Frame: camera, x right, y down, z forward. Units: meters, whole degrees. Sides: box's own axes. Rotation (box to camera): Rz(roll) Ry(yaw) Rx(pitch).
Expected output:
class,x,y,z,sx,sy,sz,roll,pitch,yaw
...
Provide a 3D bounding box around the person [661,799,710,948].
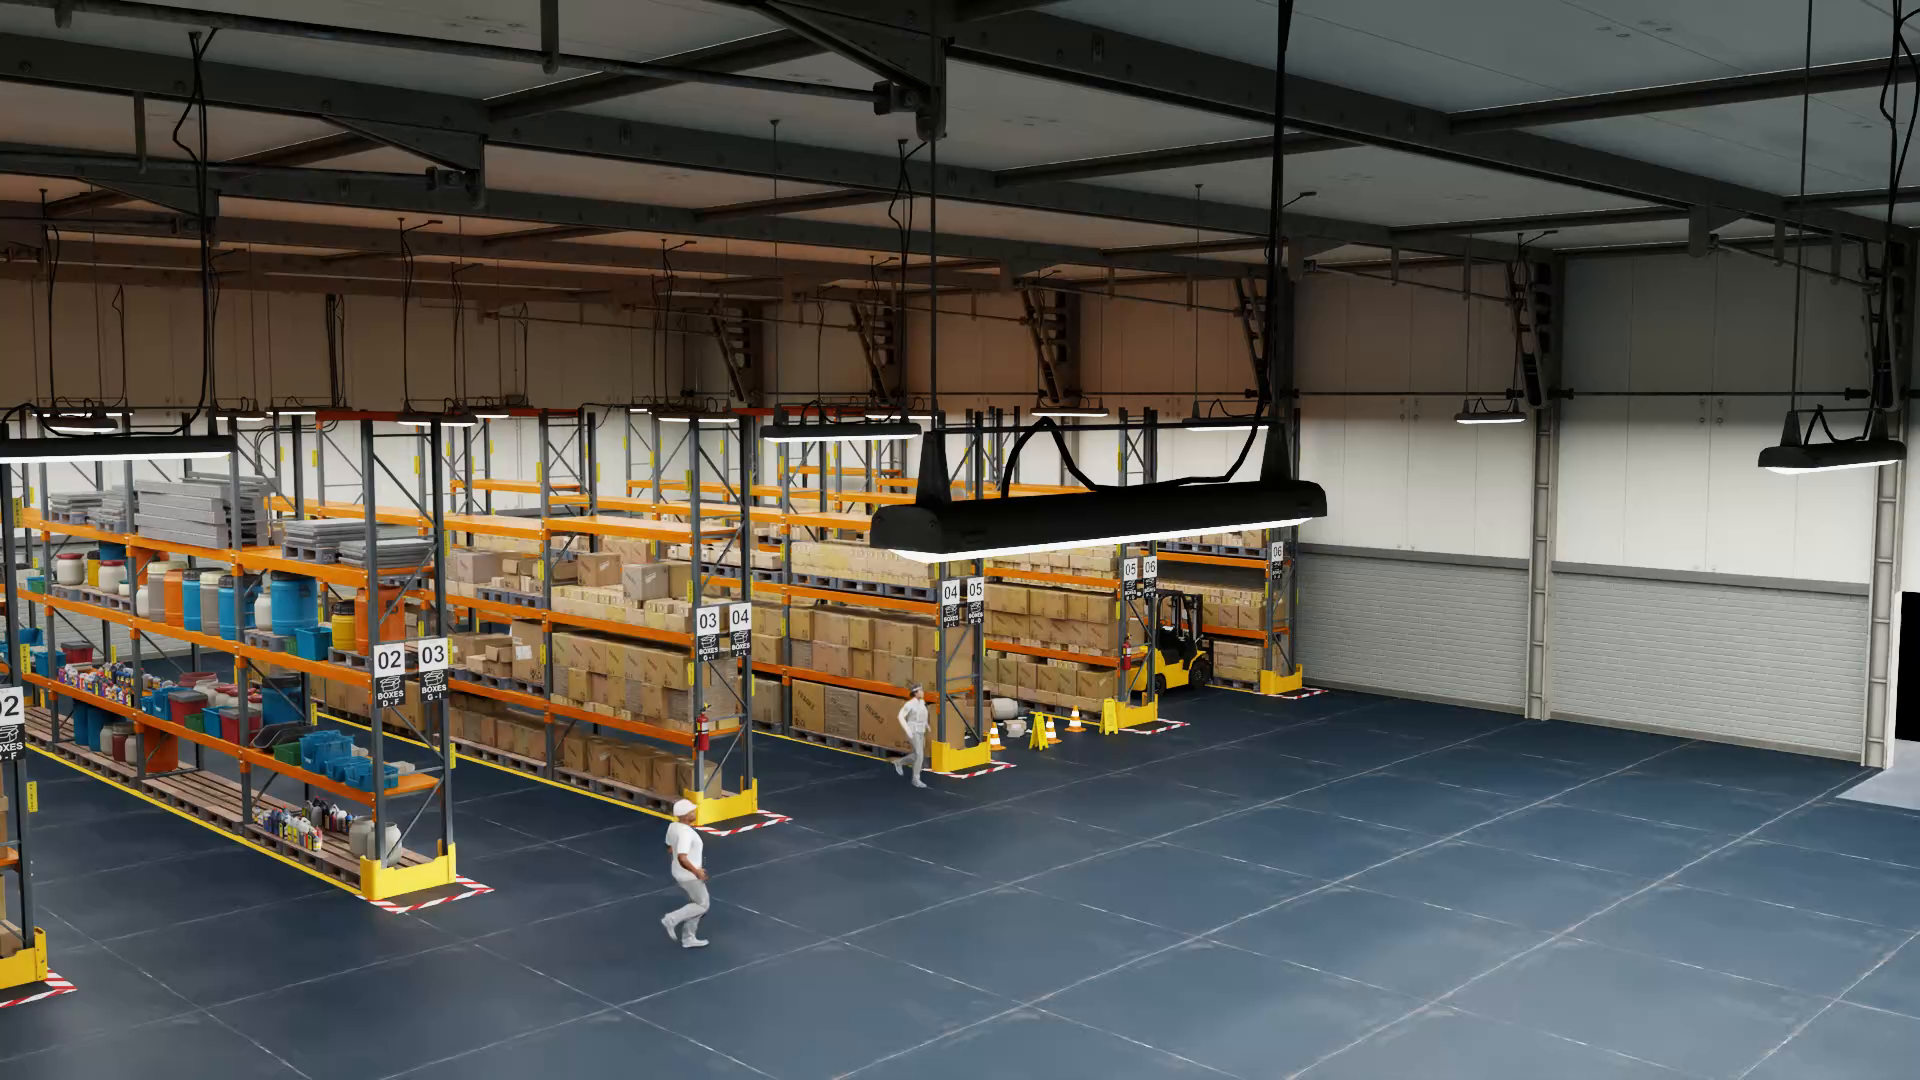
class,x,y,z,sx,sy,sz,roll,pitch,yaw
person,-3.148,3.801,18.914,0.589,1.721,0.702,-2,6,-24

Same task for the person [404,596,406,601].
class,x,y,z,sx,sy,sz,roll,pitch,yaw
person,-13.062,2.049,38.680,0.778,1.721,0.988,1,5,7

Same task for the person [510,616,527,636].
class,x,y,z,sx,sy,sz,roll,pitch,yaw
person,-9.018,2.399,34.550,0.729,1.811,0.974,-4,7,-41

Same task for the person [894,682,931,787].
class,x,y,z,sx,sy,sz,roll,pitch,yaw
person,-0.751,3.138,27.019,0.691,1.660,0.654,3,6,33
